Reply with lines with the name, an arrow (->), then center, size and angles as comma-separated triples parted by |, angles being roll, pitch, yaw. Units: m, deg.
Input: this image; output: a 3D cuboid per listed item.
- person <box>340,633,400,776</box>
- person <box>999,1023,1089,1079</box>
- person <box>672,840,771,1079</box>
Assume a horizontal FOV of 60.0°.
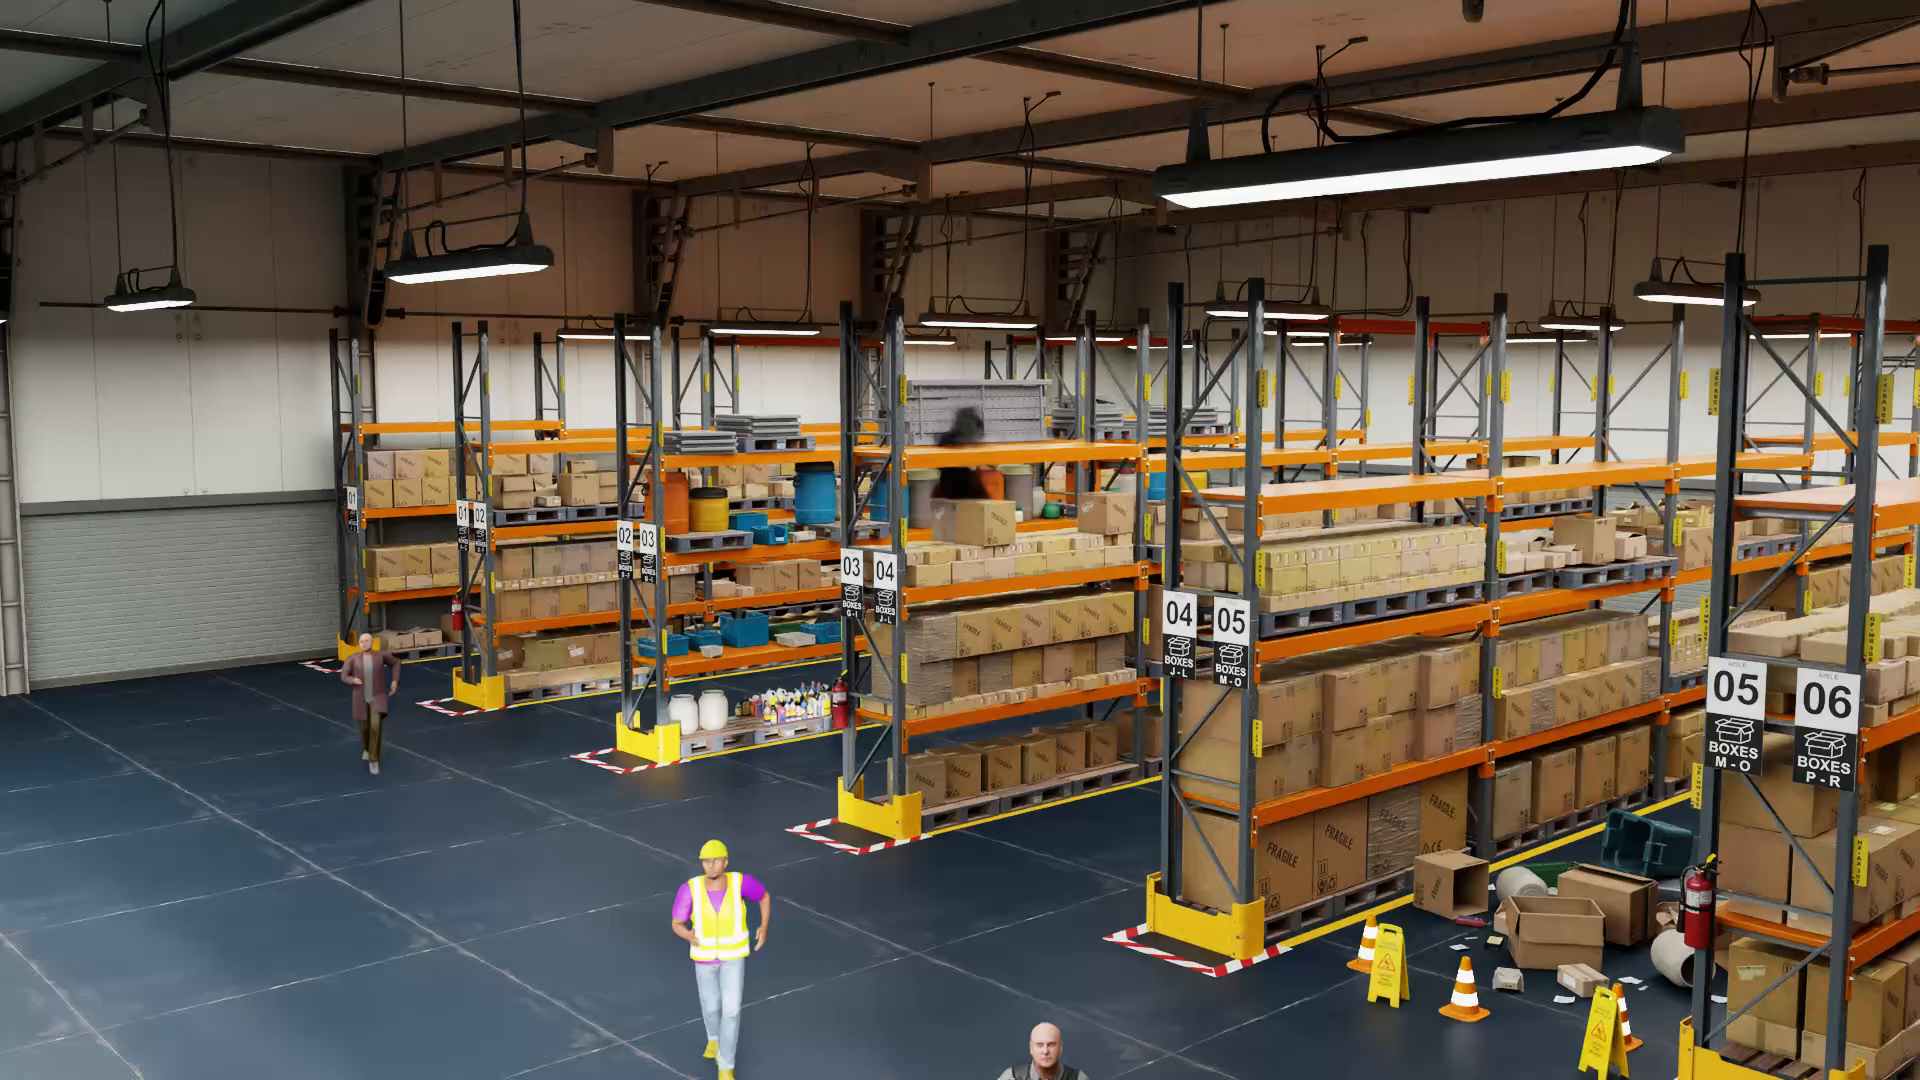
person -> -7.767, 2.129, 21.915 | 0.725, 1.815, 0.963 | -1, 6, -11
person -> 0.453, 3.452, 9.017 | 0.665, 1.684, 0.578 | 0, 6, 2
person -> -1.766, 3.096, 12.264 | 0.702, 1.798, 0.804 | 0, 6, -1
